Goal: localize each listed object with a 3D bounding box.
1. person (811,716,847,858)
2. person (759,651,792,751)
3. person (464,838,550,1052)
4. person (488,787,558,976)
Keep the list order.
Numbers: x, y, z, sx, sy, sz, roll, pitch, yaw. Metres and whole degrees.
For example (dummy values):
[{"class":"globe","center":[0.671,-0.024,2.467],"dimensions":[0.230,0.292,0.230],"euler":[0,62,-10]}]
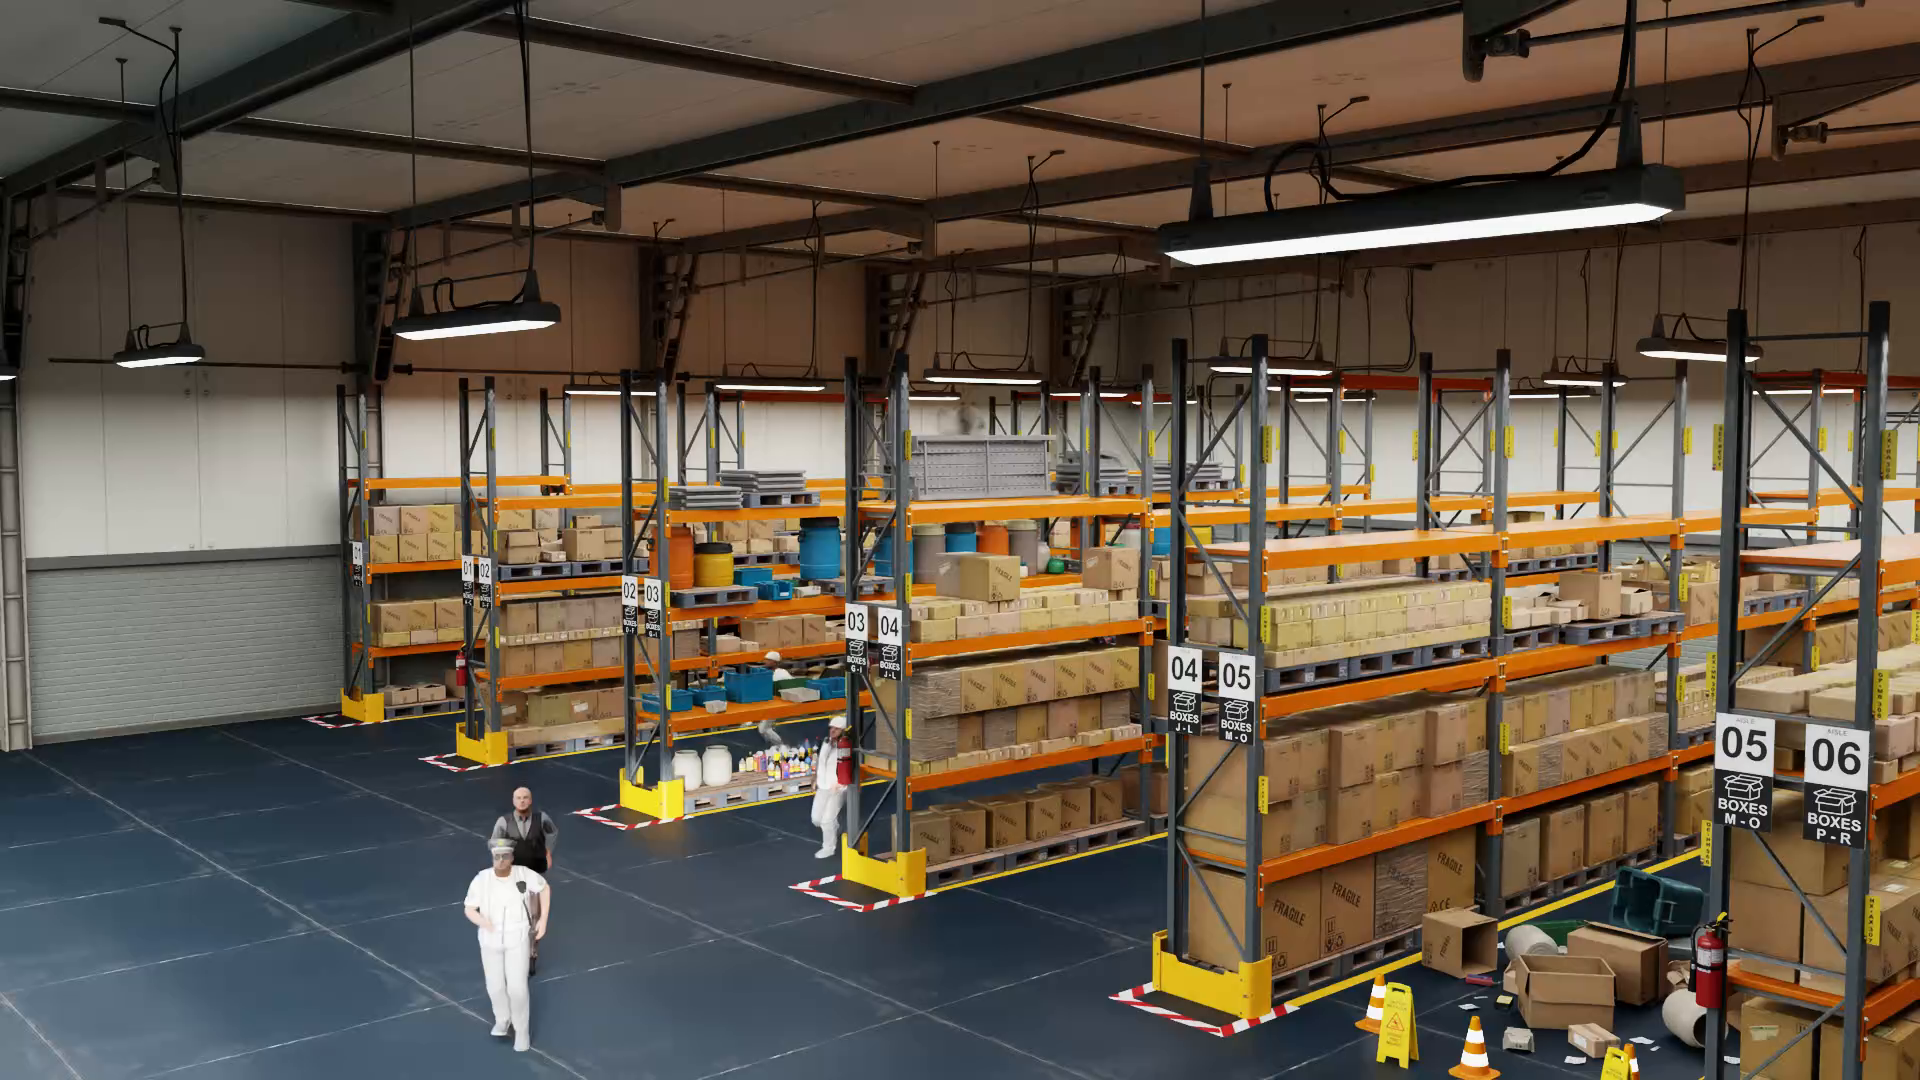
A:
[{"class":"person","center":[-1.496,2.993,20.171],"dimensions":[0.663,1.734,0.565],"euler":[2,4,33]},{"class":"person","center":[-2.940,2.599,25.908],"dimensions":[0.566,1.721,0.712],"euler":[-3,5,-37]},{"class":"person","center":[-3.789,3.389,13.910],"dimensions":[0.677,1.847,0.741],"euler":[-1,4,-9]},{"class":"person","center":[-4.215,3.246,16.089],"dimensions":[0.661,1.714,0.936],"euler":[-1,4,-16]}]
